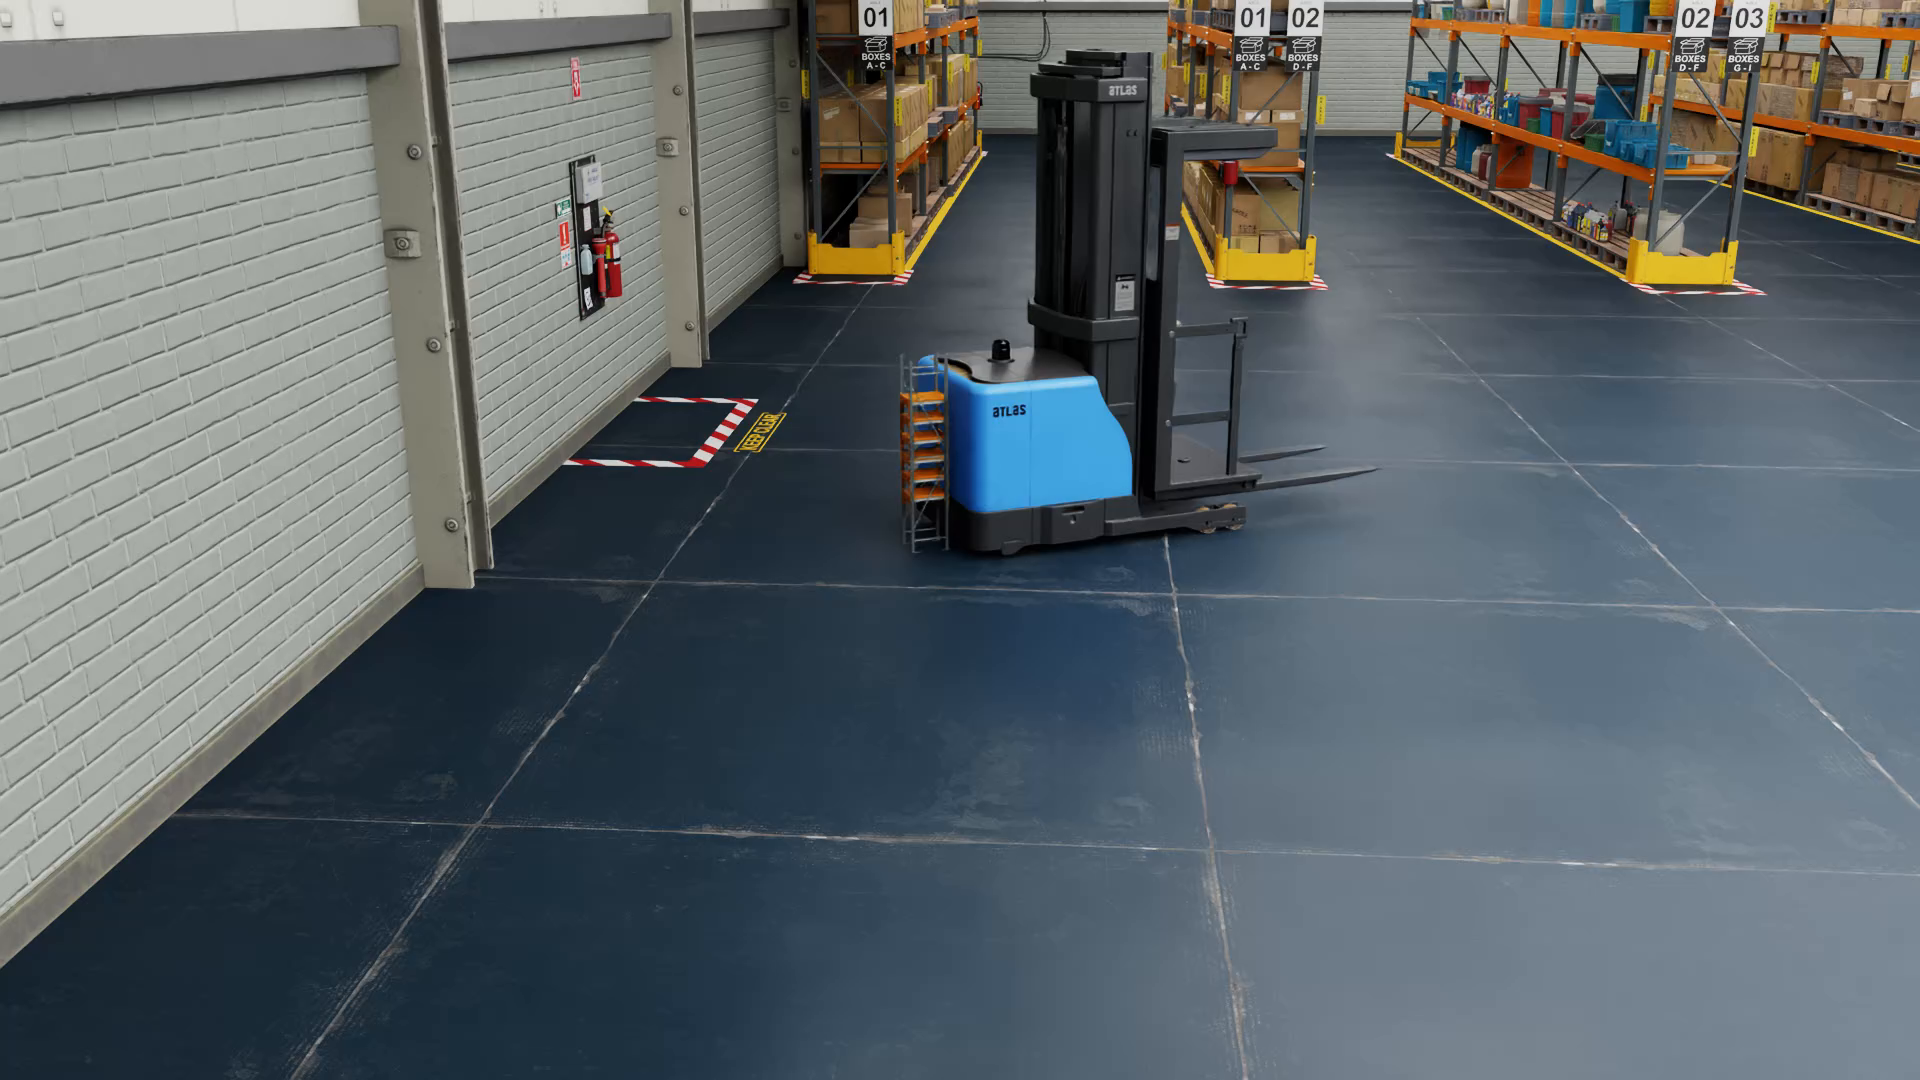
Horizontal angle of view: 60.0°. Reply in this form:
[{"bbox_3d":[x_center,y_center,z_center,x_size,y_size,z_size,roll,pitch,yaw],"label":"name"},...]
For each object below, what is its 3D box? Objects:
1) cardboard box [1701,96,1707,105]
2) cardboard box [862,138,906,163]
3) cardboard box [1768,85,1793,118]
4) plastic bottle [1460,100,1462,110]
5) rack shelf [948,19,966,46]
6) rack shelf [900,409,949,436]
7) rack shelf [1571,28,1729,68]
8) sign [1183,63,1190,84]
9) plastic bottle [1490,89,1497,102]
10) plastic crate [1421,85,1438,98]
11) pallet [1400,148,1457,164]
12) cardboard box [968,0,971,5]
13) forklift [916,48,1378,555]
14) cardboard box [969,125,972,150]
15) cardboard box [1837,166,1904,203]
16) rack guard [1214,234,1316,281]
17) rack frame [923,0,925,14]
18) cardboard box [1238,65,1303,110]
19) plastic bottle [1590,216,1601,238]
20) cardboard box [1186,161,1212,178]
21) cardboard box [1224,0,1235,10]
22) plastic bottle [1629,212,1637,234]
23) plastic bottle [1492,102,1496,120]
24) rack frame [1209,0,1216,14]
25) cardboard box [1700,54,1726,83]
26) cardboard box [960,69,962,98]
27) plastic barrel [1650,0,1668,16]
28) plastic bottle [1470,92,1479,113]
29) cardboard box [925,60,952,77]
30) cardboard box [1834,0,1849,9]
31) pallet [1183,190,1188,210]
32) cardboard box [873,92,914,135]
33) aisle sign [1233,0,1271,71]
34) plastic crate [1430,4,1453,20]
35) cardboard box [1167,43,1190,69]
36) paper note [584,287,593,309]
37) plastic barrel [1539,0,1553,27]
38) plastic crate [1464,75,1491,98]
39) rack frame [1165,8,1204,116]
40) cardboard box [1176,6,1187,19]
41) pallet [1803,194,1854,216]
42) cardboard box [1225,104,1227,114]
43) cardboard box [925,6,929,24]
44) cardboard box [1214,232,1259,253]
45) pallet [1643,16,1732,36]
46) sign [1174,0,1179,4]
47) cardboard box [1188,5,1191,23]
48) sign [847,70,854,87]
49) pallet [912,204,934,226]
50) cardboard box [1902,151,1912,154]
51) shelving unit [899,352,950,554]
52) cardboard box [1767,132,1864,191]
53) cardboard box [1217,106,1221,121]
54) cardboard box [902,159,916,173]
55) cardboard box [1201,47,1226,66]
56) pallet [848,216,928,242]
[{"bbox_3d":[14.135,-8.239,31.152,0.380,0.149,0.250,1,18,3],"label":"cardboard box"},{"bbox_3d":[-0.927,-4.784,20.414,0.500,0.250,0.500,1,18,2],"label":"cardboard box"},{"bbox_3d":[13.980,-7.376,27.957,0.500,0.500,0.500,1,18,2],"label":"cardboard box"},{"bbox_3d":[8.974,-7.768,29.630,0.097,0.201,0.097,0,18,0],"label":"plastic bottle"},{"bbox_3d":[-0.562,-8.890,29.076,1.077,0.370,4.000,1,18,4],"label":"rack shelf"},{"bbox_3d":[-0.216,-0.711,10.033,0.258,0.103,0.180,-7,20,-18],"label":"rack shelf"},{"bbox_3d":[8.746,-6.185,20.818,1.077,0.370,4.000,1,18,4],"label":"rack shelf"},{"bbox_3d":[3.694,-7.598,27.061,0.100,0.325,0.005,1,18,4],"label":"sign"},{"bbox_3d":[9.579,-7.894,29.776,0.144,0.351,0.185,1,18,4],"label":"plastic bottle"},{"bbox_3d":[9.288,-8.827,32.716,0.416,0.233,0.300,1,18,4],"label":"plastic crate"},{"bbox_3d":[9.652,-7.869,34.098,1.003,0.211,1.213,1,18,4],"label":"pallet"},{"bbox_3d":[-0.056,-10.396,31.921,0.500,0.250,0.500,1,18,3],"label":"cardboard box"},{"bbox_3d":[1.285,-1.577,10.528,3.031,2.935,1.130,-7,20,-21],"label":"forklift"},{"bbox_3d":[-0.118,-8.307,34.297,0.700,0.500,0.500,1,18,4],"label":"cardboard box"},{"bbox_3d":[14.061,-5.494,25.681,0.700,0.500,0.500,0,18,-1],"label":"cardboard box"},{"bbox_3d":[3.660,-3.396,19.985,1.175,0.500,0.348,1,18,4],"label":"rack guard"},{"bbox_3d":[-0.992,-8.794,22.810,1.000,3.000,0.127,1,18,4],"label":"rack frame"},{"bbox_3d":[3.712,-5.417,19.893,0.700,0.500,0.500,1,18,4],"label":"cardboard box"},{"bbox_3d":[8.352,-4.096,21.772,0.152,0.276,0.135,1,18,2],"label":"plastic bottle"},{"bbox_3d":[3.876,-5.916,26.502,0.500,0.311,0.500,1,18,3],"label":"cardboard box"},{"bbox_3d":[3.482,-6.575,20.197,0.500,0.250,0.500,1,18,4],"label":"cardboard box"},{"bbox_3d":[8.972,-4.226,22.158,0.061,0.283,0.133,1,18,4],"label":"plastic bottle"},{"bbox_3d":[8.780,-7.044,27.291,0.061,0.283,0.133,1,18,4],"label":"plastic bottle"},{"bbox_3d":[3.949,-8.685,22.476,1.000,3.000,0.127,1,18,4],"label":"rack frame"},{"bbox_3d":[14.209,-8.827,31.103,0.500,0.500,0.500,1,18,4],"label":"cardboard box"},{"bbox_3d":[-0.227,-8.319,30.323,0.500,0.500,0.500,1,18,4],"label":"cardboard box"},{"bbox_3d":[8.558,-6.551,19.805,0.600,0.588,0.600,0,18,0],"label":"plastic barrel"},{"bbox_3d":[8.937,-7.579,28.814,0.144,0.351,0.185,1,18,4],"label":"plastic bottle"},{"bbox_3d":[-0.414,-7.885,27.794,0.500,0.250,0.500,2,18,5],"label":"cardboard box"},{"bbox_3d":[13.826,-8.424,25.535,0.500,0.500,0.500,1,18,4],"label":"cardboard box"},{"bbox_3d":[4.138,-5.496,26.858,1.003,0.211,1.213,1,18,4],"label":"pallet"},{"bbox_3d":[-0.856,-5.451,21.245,0.500,0.500,0.500,1,18,2],"label":"cardboard box"},{"bbox_3d":[3.365,-5.813,19.172,0.394,0.787,0.004,1,18,4],"label":"aisle sign"},{"bbox_3d":[9.283,-10.137,31.915,0.437,0.282,0.530,1,18,4],"label":"plastic crate"},{"bbox_3d":[4.514,-9.952,34.210,0.500,0.500,0.500,2,18,6],"label":"cardboard box"},{"bbox_3d":[-2.818,-1.836,12.622,0.016,0.148,0.142,1,18,4],"label":"paper note"},{"bbox_3d":[8.803,-7.955,24.261,0.600,0.901,0.708,1,18,4],"label":"plastic barrel"},{"bbox_3d":[9.777,-8.537,31.462,0.402,0.464,0.583,1,18,4],"label":"plastic crate"},{"bbox_3d":[4.809,-9.561,34.784,1.000,3.000,0.127,1,18,4],"label":"rack frame"},{"bbox_3d":[4.292,-9.830,31.028,0.500,0.250,0.500,1,18,4],"label":"cardboard box"},{"bbox_3d":[14.059,-5.286,26.217,1.003,0.211,1.213,1,18,4],"label":"pallet"},{"bbox_3d":[3.609,-5.552,21.348,0.380,0.149,0.250,1,18,3],"label":"cardboard box"},{"bbox_3d":[-0.891,-8.269,25.827,0.797,0.503,0.637,4,19,12],"label":"cardboard box"},{"bbox_3d":[3.406,-3.658,20.510,0.500,0.250,0.500,1,18,4],"label":"cardboard box"},{"bbox_3d":[8.759,-6.070,19.617,1.003,0.211,1.213,1,18,4],"label":"pallet"},{"bbox_3d":[3.981,-9.999,30.475,0.100,0.325,0.005,1,18,4],"label":"sign"},{"bbox_3d":[4.270,-8.844,27.618,0.910,0.500,0.500,1,18,4],"label":"cardboard box"},{"bbox_3d":[-1.546,-6.505,23.598,0.100,0.325,0.005,1,18,4],"label":"sign"},{"bbox_3d":[-0.938,-4.860,24.916,1.003,0.211,1.213,1,18,4],"label":"pallet"},{"bbox_3d":[19.273,-7.886,33.576,0.380,0.149,0.250,2,18,5],"label":"cardboard box"},{"bbox_3d":[-0.215,-0.525,10.095,0.258,1.200,0.189,-7,20,-18],"label":"shelving unit"},{"bbox_3d":[14.186,-6.258,27.441,1.225,0.875,0.875,0,18,1],"label":"cardboard box"},{"bbox_3d":[3.923,-5.743,22.973,0.700,0.500,0.500,1,18,2],"label":"cardboard box"},{"bbox_3d":[-0.928,-5.687,25.064,0.500,0.250,0.500,1,18,3],"label":"cardboard box"},{"bbox_3d":[4.873,-9.142,31.738,0.500,0.500,0.500,1,18,2],"label":"cardboard box"},{"bbox_3d":[-1.005,-4.409,23.539,1.003,0.211,1.213,1,18,4],"label":"pallet"}]
